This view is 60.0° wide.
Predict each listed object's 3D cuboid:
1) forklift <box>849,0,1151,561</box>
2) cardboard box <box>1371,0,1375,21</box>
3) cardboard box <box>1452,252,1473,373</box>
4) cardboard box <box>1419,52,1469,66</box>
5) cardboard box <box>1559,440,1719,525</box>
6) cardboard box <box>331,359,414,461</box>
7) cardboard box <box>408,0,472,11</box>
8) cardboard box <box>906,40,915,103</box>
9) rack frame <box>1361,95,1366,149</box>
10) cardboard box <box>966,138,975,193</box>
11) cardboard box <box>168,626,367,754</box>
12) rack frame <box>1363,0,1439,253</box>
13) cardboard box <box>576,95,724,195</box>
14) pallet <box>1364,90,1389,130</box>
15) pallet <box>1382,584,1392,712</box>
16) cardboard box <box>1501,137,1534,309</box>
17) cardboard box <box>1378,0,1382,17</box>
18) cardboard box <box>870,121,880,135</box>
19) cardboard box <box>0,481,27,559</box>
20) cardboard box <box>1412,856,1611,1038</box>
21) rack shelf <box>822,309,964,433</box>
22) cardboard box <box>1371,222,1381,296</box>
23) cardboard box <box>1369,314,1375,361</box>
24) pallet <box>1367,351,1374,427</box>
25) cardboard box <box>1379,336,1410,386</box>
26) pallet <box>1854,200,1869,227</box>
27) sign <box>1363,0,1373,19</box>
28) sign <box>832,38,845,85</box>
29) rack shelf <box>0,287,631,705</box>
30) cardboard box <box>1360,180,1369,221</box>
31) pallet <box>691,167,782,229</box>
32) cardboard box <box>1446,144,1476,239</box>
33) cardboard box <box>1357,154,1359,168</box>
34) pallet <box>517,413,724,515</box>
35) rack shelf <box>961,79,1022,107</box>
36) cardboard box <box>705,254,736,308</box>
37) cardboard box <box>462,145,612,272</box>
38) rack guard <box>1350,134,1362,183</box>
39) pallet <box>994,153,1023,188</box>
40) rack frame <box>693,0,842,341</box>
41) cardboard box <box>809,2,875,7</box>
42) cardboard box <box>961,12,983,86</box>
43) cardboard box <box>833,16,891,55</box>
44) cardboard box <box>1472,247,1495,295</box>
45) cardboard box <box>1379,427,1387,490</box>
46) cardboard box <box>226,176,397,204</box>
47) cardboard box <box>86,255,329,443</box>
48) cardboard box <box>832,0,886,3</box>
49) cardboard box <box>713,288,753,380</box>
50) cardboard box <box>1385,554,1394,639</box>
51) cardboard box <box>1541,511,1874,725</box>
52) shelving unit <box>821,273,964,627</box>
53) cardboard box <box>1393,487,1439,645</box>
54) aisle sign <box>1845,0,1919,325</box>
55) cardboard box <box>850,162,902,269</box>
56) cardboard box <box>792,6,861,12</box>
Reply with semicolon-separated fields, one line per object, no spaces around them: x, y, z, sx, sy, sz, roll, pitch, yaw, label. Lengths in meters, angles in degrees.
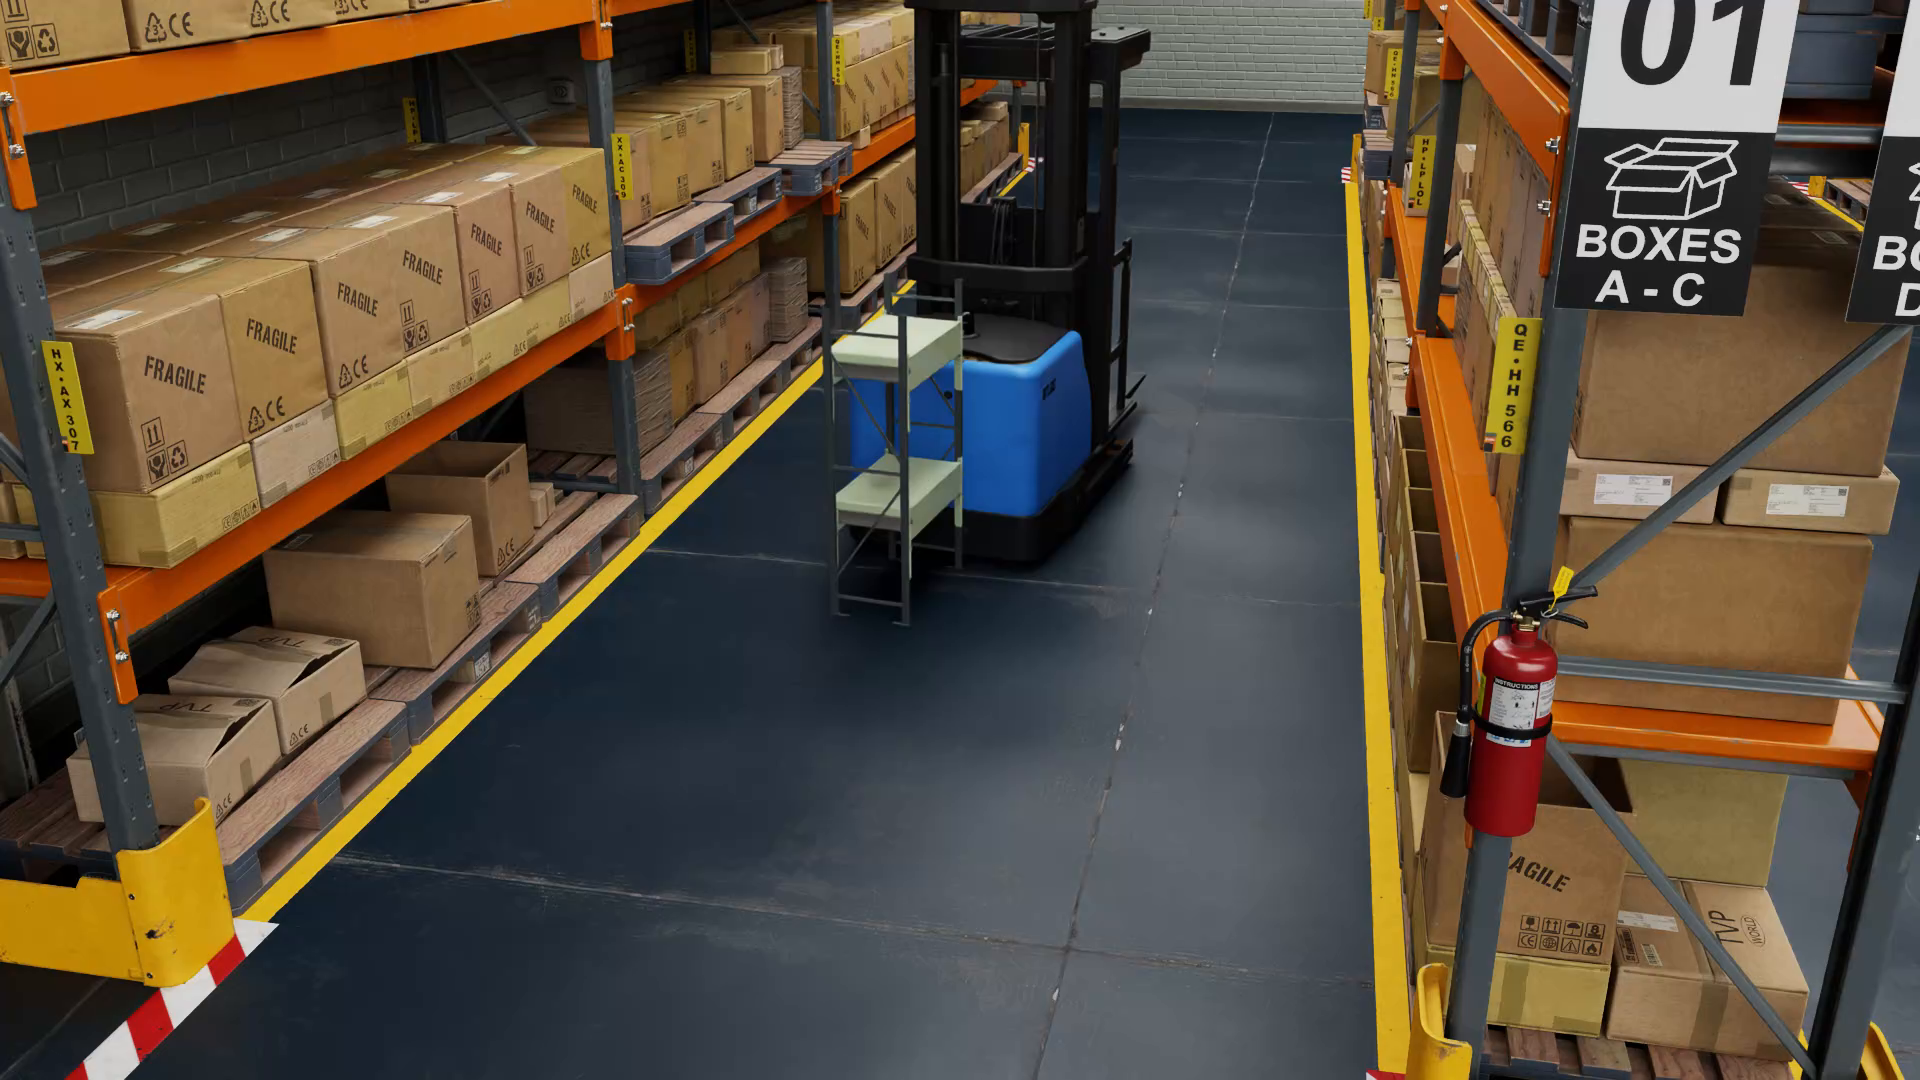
0.396;-1.771;9.328;1.130;2.935;3.031;8;23;18;forklift
4.728;-5.881;17.969;0.500;0.500;0.500;5;23;13;cardboard box
2.543;-1.008;7.208;0.700;0.500;0.500;4;22;10;cardboard box
3.836;-3.387;12.554;0.700;0.500;0.500;9;24;21;cardboard box
1.703;-0.163;4.242;0.380;0.149;0.250;4;22;10;cardboard box
-2.427;-0.509;6.276;0.500;0.250;0.500;4;22;10;cardboard box
-2.275;-2.355;6.510;0.500;0.500;0.500;4;22;9;cardboard box
-0.643;-4.062;14.365;0.500;0.500;0.500;4;22;11;cardboard box
5.076;-5.513;18.528;1.000;3.000;0.127;4;22;11;rack frame
-0.231;-3.911;17.333;0.700;0.500;0.500;4;22;10;cardboard box
-2.693;0.551;6.482;0.500;0.311;0.500;6;23;15;cardboard box
4.260;-4.050;14.895;1.000;3.000;0.127;4;22;11;rack frame
-1.861;-2.382;10.030;0.700;0.500;0.500;8;23;18;cardboard box
3.990;-3.677;14.226;1.003;0.211;1.213;4;22;11;pallet
2.424;0.456;7.437;1.003;0.211;1.213;4;22;11;pallet
2.236;-1.059;5.598;0.700;0.500;0.500;4;22;11;cardboard box
4.212;-4.953;15.664;0.500;0.500;0.500;4;22;10;cardboard box
-0.877;-3.432;13.669;0.380;0.149;0.250;5;22;12;cardboard box
-3.133;-0.163;5.418;0.500;0.250;0.500;5;22;12;cardboard box
1.632;1.200;4.977;0.500;0.250;0.500;4;22;11;cardboard box
-0.301;-0.804;7.798;0.431;0.370;0.720;8;23;18;rack shelf
3.511;-2.181;13.011;0.500;0.500;0.500;4;22;9;cardboard box
3.049;-1.338;11.278;0.500;0.250;0.500;4;22;11;cardboard box
3.238;-0.996;11.044;1.003;0.211;1.213;4;22;11;pallet
2.740;-1.031;9.765;0.500;0.311;0.500;4;22;10;cardboard box
9.467;-3.097;16.262;1.003;0.211;1.213;4;22;11;pallet
4.545;-5.956;18.469;0.100;0.325;0.005;4;22;11;sign
-0.873;-3.426;11.902;0.100;0.325;0.005;4;22;11;sign
-2.631;-0.436;6.883;1.077;0.370;4.000;4;22;11;rack shelf
4.099;-3.325;15.851;0.500;0.500;0.500;4;22;11;cardboard box
-1.770;-2.148;10.428;1.003;0.211;1.213;4;22;11;pallet
3.117;-2.019;9.718;0.500;0.500;0.500;3;22;8;cardboard box
4.603;-4.185;18.433;0.380;0.166;0.250;4;22;11;cardboard box
-2.065;-0.492;9.793;1.003;0.211;1.213;4;22;11;pallet
-0.182;-4.824;17.780;1.077;0.370;4.000;4;22;11;rack shelf
-1.780;-1.697;10.805;0.500;0.250;0.500;4;22;11;cardboard box
-2.016;-1.592;7.961;0.500;0.500;0.500;4;22;11;cardboard box
5.061;-4.326;18.926;1.175;0.500;0.348;4;22;11;rack guard
0.139;-4.298;19.242;1.003;0.211;1.213;4;22;11;pallet
-1.406;-2.964;12.197;1.000;3.000;0.127;4;22;11;rack frame
-1.039;-4.628;14.767;0.500;0.250;0.500;5;22;12;cardboard box
-0.309;-5.029;16.925;0.980;0.700;0.700;4;22;10;cardboard box
-0.854;-4.031;13.286;0.500;0.250;0.500;5;22;11;cardboard box
2.176;-1.015;6.356;0.380;0.149;0.250;4;22;9;cardboard box
2.533;-0.403;8.956;0.500;0.250;0.500;4;22;10;cardboard box
-2.739;-1.262;7.141;0.500;0.500;0.500;5;22;12;cardboard box
-2.537;-0.657;5.640;0.500;0.500;0.500;5;22;11;cardboard box
-0.939;-4.820;15.243;0.500;0.250;0.500;5;23;13;cardboard box
-1.795;-1.378;11.016;0.700;0.500;0.500;4;22;11;cardboard box
2.129;0.285;7.249;0.500;0.250;0.500;4;22;11;cardboard box
1.919;0.122;4.401;0.700;0.500;0.500;4;22;11;cardboard box
-0.301;-0.442;7.943;0.431;1.500;0.755;8;23;18;shelving unit
2.023;0.120;6.656;0.500;0.500;0.500;4;22;11;cardboard box
2.098;-0.820;3.395;0.394;0.787;0.004;4;22;11;aisle sign
-0.943;-2.740;13.958;0.750;0.750;0.750;4;22;11;cardboard box
-1.137;-4.444;14.311;0.500;0.250;0.500;4;22;9;cardboard box
